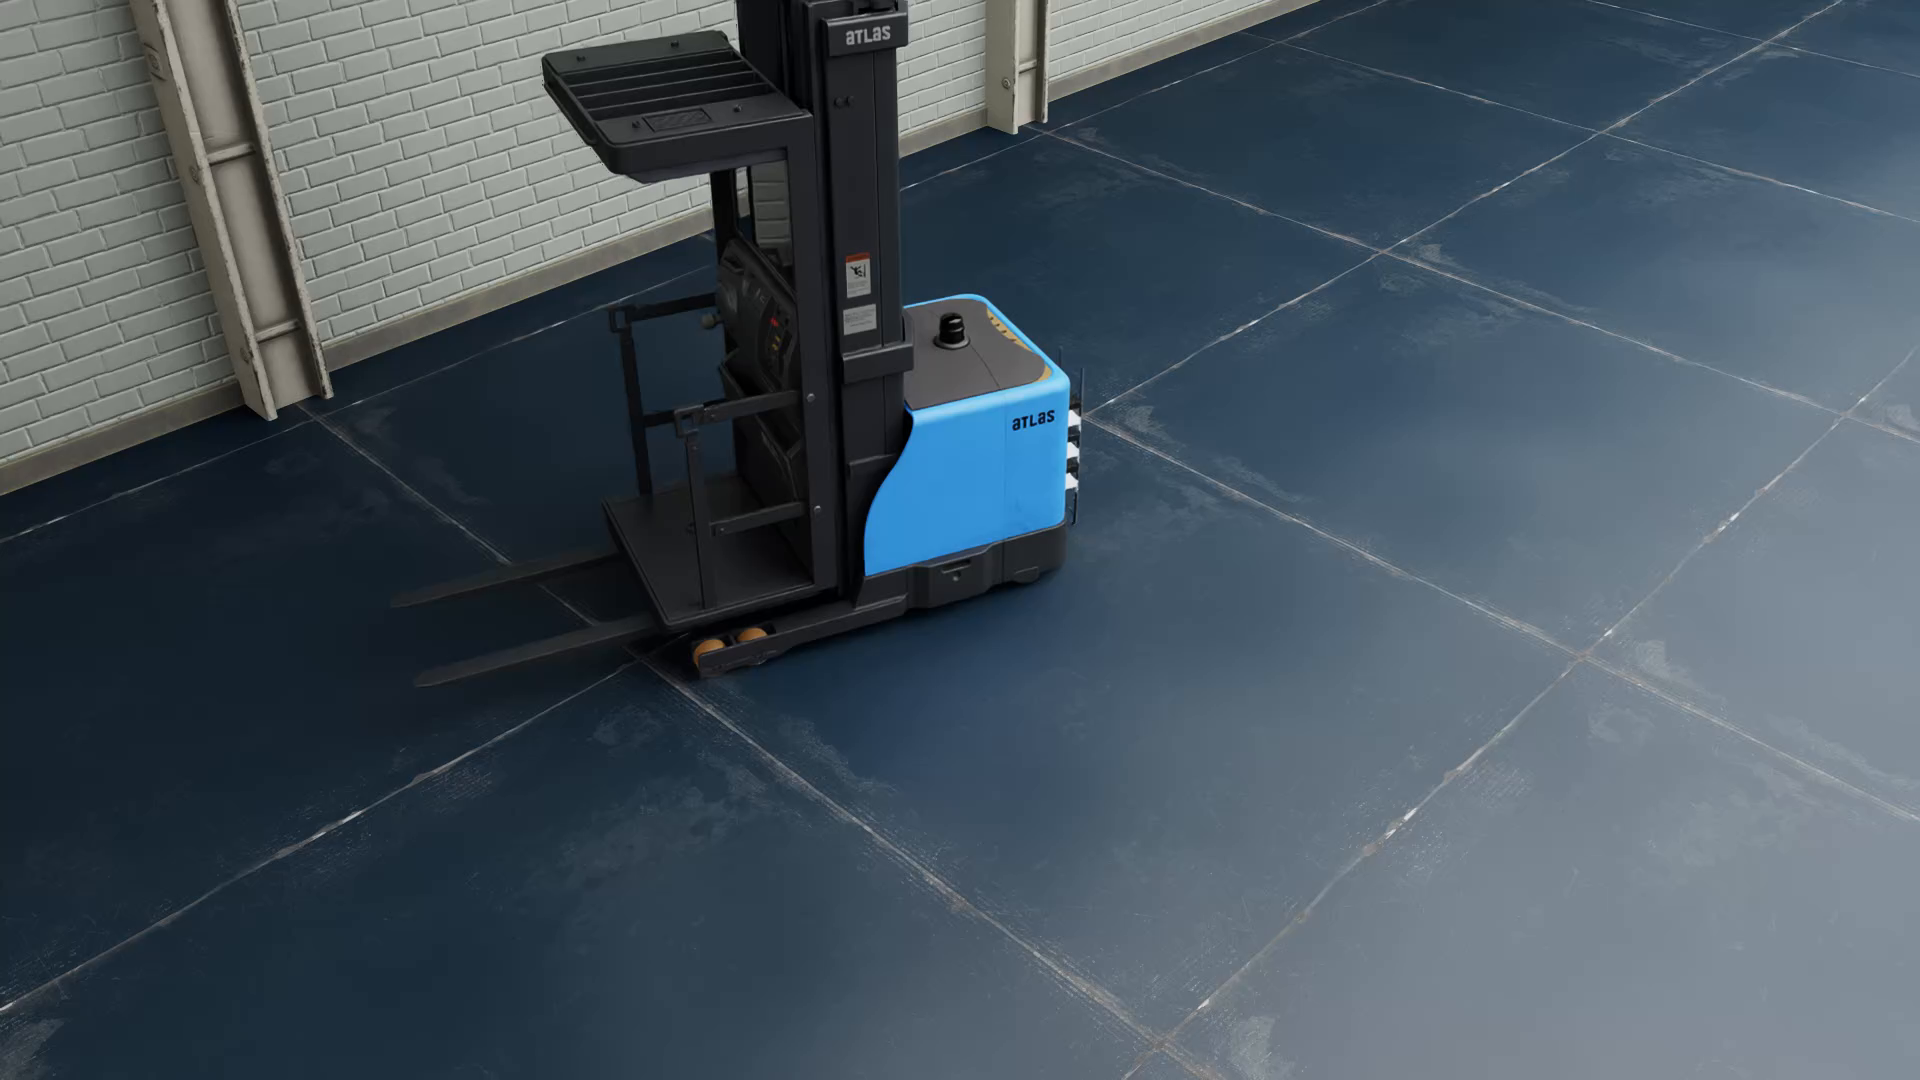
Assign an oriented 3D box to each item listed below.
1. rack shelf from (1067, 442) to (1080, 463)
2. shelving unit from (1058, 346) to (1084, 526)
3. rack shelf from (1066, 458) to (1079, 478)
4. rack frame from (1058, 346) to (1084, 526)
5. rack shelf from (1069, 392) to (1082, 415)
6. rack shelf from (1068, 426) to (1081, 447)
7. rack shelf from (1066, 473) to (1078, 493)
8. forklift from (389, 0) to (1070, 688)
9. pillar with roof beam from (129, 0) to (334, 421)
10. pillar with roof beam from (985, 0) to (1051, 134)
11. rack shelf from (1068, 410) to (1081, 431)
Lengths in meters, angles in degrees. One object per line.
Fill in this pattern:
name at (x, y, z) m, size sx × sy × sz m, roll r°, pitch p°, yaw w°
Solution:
rack shelf at (0.439, -0.451, 8.168) m, size 0.200 × 0.077 × 0.258 m, roll -15°, pitch 38°, yaw -20°
shelving unit at (0.439, -0.478, 8.149) m, size 0.210 × 0.900 × 0.258 m, roll -15°, pitch 38°, yaw -20°
rack shelf at (0.439, -0.377, 8.220) m, size 0.200 × 0.077 × 0.258 m, roll -15°, pitch 38°, yaw -20°
rack frame at (0.531, -0.503, 8.184) m, size 0.006 × 0.900 × 0.240 m, roll -15°, pitch 38°, yaw -20°
rack shelf at (0.439, -0.672, 8.014) m, size 0.200 × 0.077 × 0.258 m, roll -15°, pitch 38°, yaw -20°
rack shelf at (0.439, -0.525, 8.117) m, size 0.200 × 0.077 × 0.258 m, roll -15°, pitch 38°, yaw -20°
rack shelf at (0.439, -0.303, 8.271) m, size 0.200 × 0.077 × 0.258 m, roll -15°, pitch 38°, yaw -20°
forklift at (-1.051, -0.939, 7.034) m, size 3.031 × 2.935 × 1.130 m, roll -15°, pitch 38°, yaw -20°
pillar with roof beam at (-0.738, -2.754, 4.333) m, size 9.100 × 9.000 × 0.400 m, roll 30°, pitch 45°, yaw 35°
pillar with roof beam at (3.490, -5.190, 7.825) m, size 9.100 × 9.000 × 0.400 m, roll 30°, pitch 45°, yaw 35°
rack shelf at (0.439, -0.599, 8.065) m, size 0.200 × 0.077 × 0.258 m, roll -15°, pitch 38°, yaw -20°
